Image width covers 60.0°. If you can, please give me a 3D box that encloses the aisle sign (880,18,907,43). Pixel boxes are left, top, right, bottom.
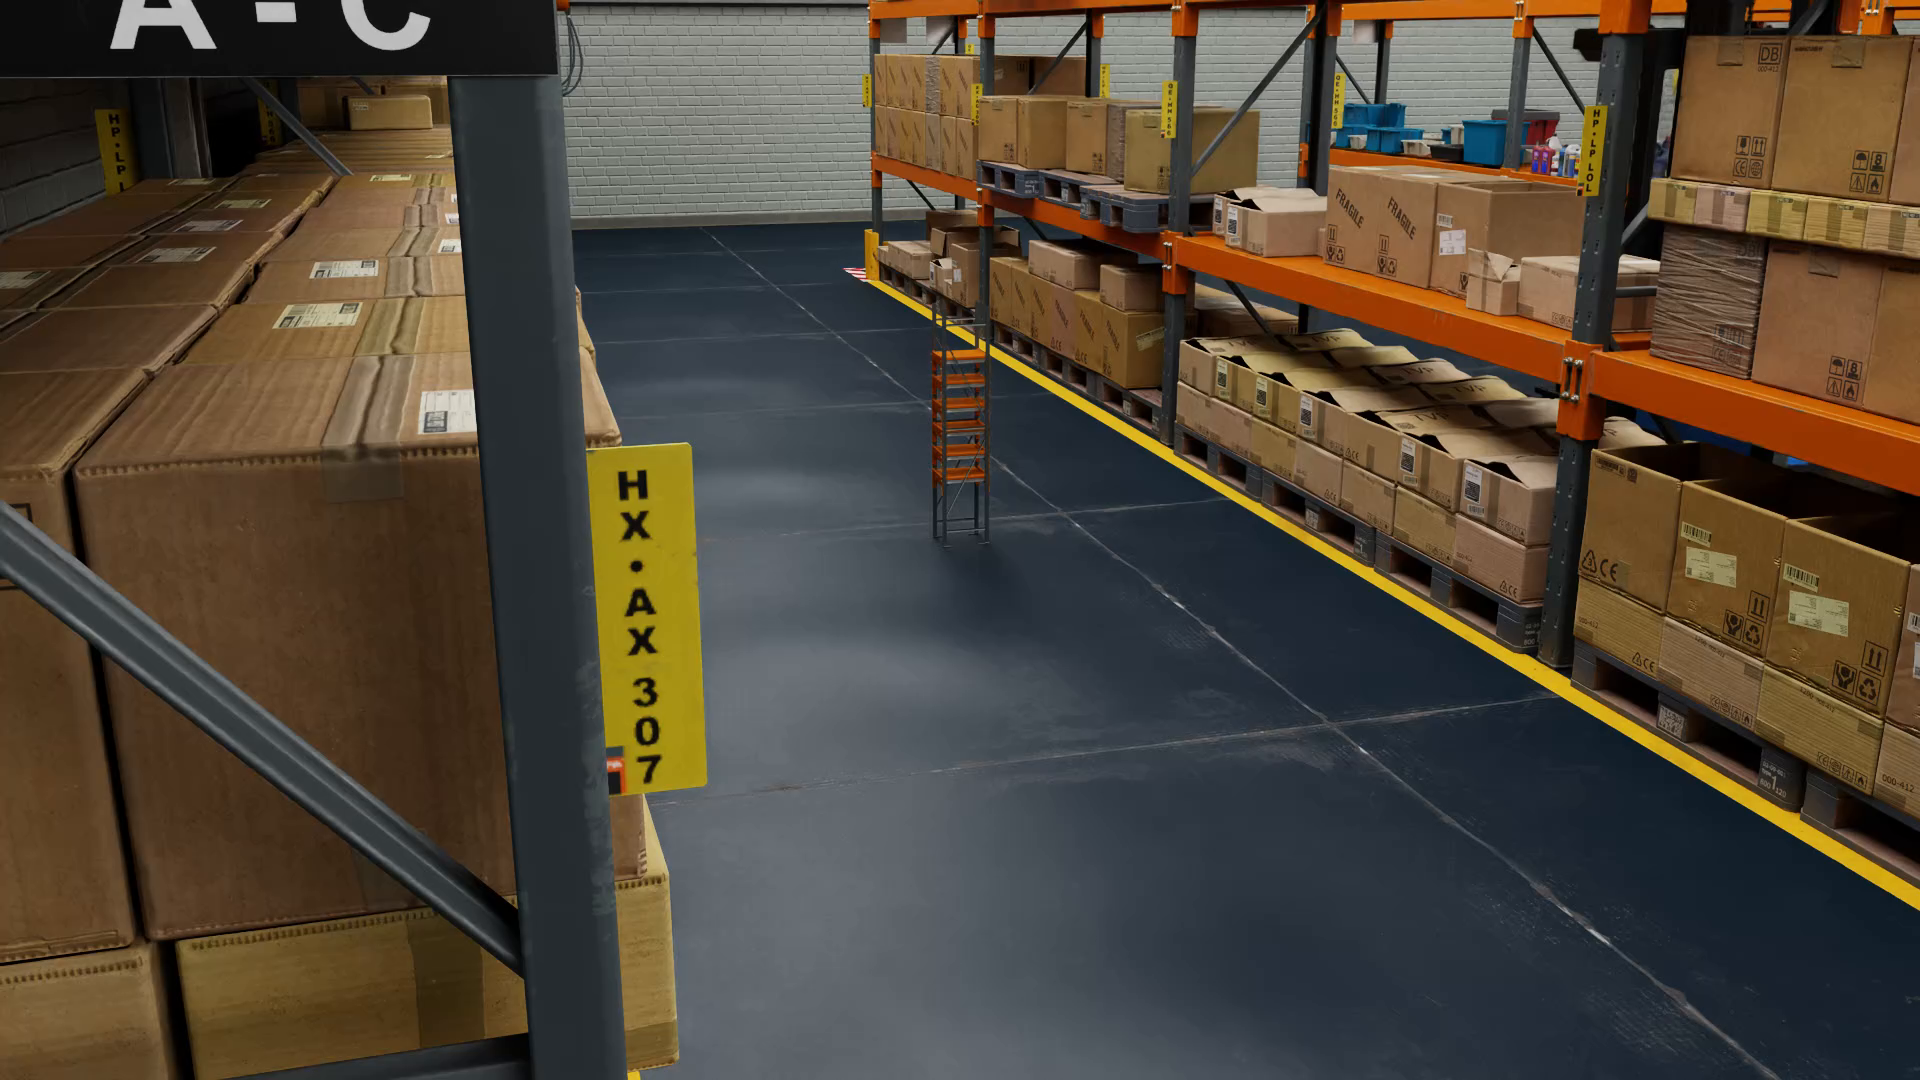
[{"bbox_3d":[-0.740,-5.526,17.117,0.394,0.787,0.004,-5,17,-15],"label":"aisle sign"}]

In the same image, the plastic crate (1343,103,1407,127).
[{"bbox_3d":[4.596,-4.644,18.533,0.616,0.435,0.499,-5,17,-15],"label":"plastic crate"}]

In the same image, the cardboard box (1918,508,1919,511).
[{"bbox_3d":[3.463,0.178,5.390,0.500,0.500,0.500,-5,17,-15],"label":"cardboard box"}]

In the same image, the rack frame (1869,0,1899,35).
[{"bbox_3d":[6.523,-2.463,11.439,1.000,3.000,0.127,-5,17,-15],"label":"rack frame"}]

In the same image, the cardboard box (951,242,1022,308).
[{"bbox_3d":[0.231,-2.328,14.568,0.500,0.500,0.500,-5,17,-15],"label":"cardboard box"}]

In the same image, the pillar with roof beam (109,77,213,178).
[{"bbox_3d":[0.662,-4.466,7.677,9.100,9.000,0.400,-5,17,-15],"label":"pillar with roof beam"}]

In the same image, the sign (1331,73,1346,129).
[{"bbox_3d":[2.292,-2.672,10.121,0.100,0.325,0.005,-5,17,-15],"label":"sign"}]

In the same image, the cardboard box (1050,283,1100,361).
[{"bbox_3d":[0.984,-1.614,12.193,0.500,0.500,0.500,-5,18,-17],"label":"cardboard box"}]

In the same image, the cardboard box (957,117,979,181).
[{"bbox_3d":[0.276,-3.345,14.200,0.500,0.500,0.500,-4,17,-14],"label":"cardboard box"}]

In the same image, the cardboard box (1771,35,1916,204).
[{"bbox_3d":[3.127,-1.374,5.382,0.700,0.500,0.500,-5,17,-15],"label":"cardboard box"}]

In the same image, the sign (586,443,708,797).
[{"bbox_3d":[-0.282,0.075,1.483,0.100,0.325,0.005,-5,17,-15],"label":"sign"}]

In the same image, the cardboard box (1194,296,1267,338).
[{"bbox_3d":[1.760,-1.379,11.410,0.500,0.500,0.500,-5,18,-17],"label":"cardboard box"}]

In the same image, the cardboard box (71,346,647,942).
[{"bbox_3d":[-0.646,0.080,1.894,0.500,0.500,0.500,-5,17,-15],"label":"cardboard box"}]

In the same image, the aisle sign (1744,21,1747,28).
[{"bbox_3d":[9.355,-6.357,19.881,0.394,0.787,0.004,-5,17,-15],"label":"aisle sign"}]

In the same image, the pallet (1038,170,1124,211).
[{"bbox_3d":[1.220,-2.518,11.956,1.003,0.211,1.213,-5,17,-15],"label":"pallet"}]

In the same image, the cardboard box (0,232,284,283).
[{"bbox_3d":[-1.552,-0.300,3.158,0.500,0.500,0.500,-4,17,-14],"label":"cardboard box"}]

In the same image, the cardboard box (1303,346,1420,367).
[{"bbox_3d":[2.289,-0.957,9.499,0.500,0.311,0.500,-5,17,-16],"label":"cardboard box"}]

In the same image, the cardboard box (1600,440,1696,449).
[{"bbox_3d":[2.984,-0.253,7.156,0.500,0.311,0.500,-5,17,-15],"label":"cardboard box"}]

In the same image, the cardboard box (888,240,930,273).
[{"bbox_3d":[-0.425,-2.868,16.802,0.500,0.250,0.500,-5,17,-15],"label":"cardboard box"}]

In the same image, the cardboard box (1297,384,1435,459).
[{"bbox_3d":[2.053,-0.630,8.409,0.500,0.311,0.500,-5,17,-16],"label":"cardboard box"}]

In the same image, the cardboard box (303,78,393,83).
[{"bbox_3d":[-3.653,-2.630,9.964,0.500,0.250,0.500,-5,17,-17],"label":"cardboard box"}]

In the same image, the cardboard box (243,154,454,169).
[{"bbox_3d":[-2.157,-1.131,6.065,0.700,0.500,0.500,-3,17,-10],"label":"cardboard box"}]

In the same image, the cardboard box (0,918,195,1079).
[{"bbox_3d":[-1.119,0.481,1.863,0.500,0.250,0.500,-4,17,-14],"label":"cardboard box"}]

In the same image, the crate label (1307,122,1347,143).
[{"bbox_3d":[4.076,-4.531,18.507,0.416,0.233,0.303,-5,17,-15],"label":"crate label"}]

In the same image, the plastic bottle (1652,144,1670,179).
[{"bbox_3d":[5.596,-2.969,13.209,0.144,0.351,0.185,-5,17,-15],"label":"plastic bottle"}]

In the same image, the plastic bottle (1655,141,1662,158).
[{"bbox_3d":[5.903,-3.255,14.161,0.144,0.351,0.185,-5,17,-15],"label":"plastic bottle"}]

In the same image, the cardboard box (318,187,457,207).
[{"bbox_3d":[-1.333,-0.627,4.247,0.500,0.500,0.500,-5,17,-16],"label":"cardboard box"}]

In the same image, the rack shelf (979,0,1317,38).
[{"bbox_3d":[1.210,-3.718,11.652,1.077,0.370,4.000,-5,17,-15],"label":"rack shelf"}]

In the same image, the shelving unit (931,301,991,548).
[{"bbox_3d":[0.004,-0.571,8.266,0.258,1.200,0.189,-5,17,-15],"label":"shelving unit"}]

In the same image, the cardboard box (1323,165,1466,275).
[{"bbox_3d":[2.236,-1.658,8.583,0.500,0.500,0.500,-6,18,-18],"label":"cardboard box"}]

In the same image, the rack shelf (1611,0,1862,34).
[{"bbox_3d":[3.408,-1.505,4.286,1.077,0.370,4.000,-5,17,-15],"label":"rack shelf"}]

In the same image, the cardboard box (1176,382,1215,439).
[{"bbox_3d":[1.621,-0.789,9.914,0.500,0.250,0.500,-5,17,-15],"label":"cardboard box"}]

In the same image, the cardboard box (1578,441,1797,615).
[{"bbox_3d":[2.685,-0.057,6.173,0.500,0.500,0.500,-5,17,-15],"label":"cardboard box"}]

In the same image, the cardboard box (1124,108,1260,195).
[{"bbox_3d":[1.478,-2.487,10.614,0.700,0.500,0.500,-12,20,-34],"label":"cardboard box"}]

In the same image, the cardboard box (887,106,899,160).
[{"bbox_3d":[-0.424,-4.048,16.539,0.500,0.500,0.500,-5,17,-16],"label":"cardboard box"}]

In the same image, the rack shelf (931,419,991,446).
[{"bbox_3d":[0.004,-0.528,8.279,0.258,0.103,0.180,-5,17,-15],"label":"rack shelf"}]

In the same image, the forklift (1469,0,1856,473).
[{"bbox_3d":[4.248,-1.937,9.807,1.130,2.935,3.031,-5,17,-16],"label":"forklift"}]

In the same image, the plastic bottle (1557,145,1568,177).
[{"bbox_3d":[5.227,-3.279,14.377,0.097,0.271,0.097,0,17,0],"label":"plastic bottle"}]

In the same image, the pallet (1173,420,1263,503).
[{"bbox_3d":[1.948,-0.507,9.772,1.003,0.211,1.213,-5,17,-15],"label":"pallet"}]

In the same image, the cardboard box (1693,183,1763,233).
[{"bbox_3d":[2.815,-1.166,5.818,0.380,0.149,0.250,-4,17,-14],"label":"cardboard box"}]

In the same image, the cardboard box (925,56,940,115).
[{"bbox_3d":[-0.010,-4.106,14.997,0.500,0.500,0.500,-5,17,-15],"label":"cardboard box"}]

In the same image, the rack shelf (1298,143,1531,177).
[{"bbox_3d":[4.874,-3.779,17.068,1.077,0.370,4.000,-5,17,-15],"label":"rack shelf"}]

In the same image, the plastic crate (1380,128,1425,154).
[{"bbox_3d":[4.520,-4.083,17.018,0.416,0.233,0.300,-5,17,-15],"label":"plastic crate"}]

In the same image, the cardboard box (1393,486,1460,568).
[{"bbox_3d":[2.329,-0.083,7.562,0.500,0.250,0.500,-5,17,-16],"label":"cardboard box"}]

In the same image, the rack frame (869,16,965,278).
[{"bbox_3d":[-0.439,-4.286,17.505,1.000,3.000,0.127,-5,17,-15],"label":"rack frame"}]
